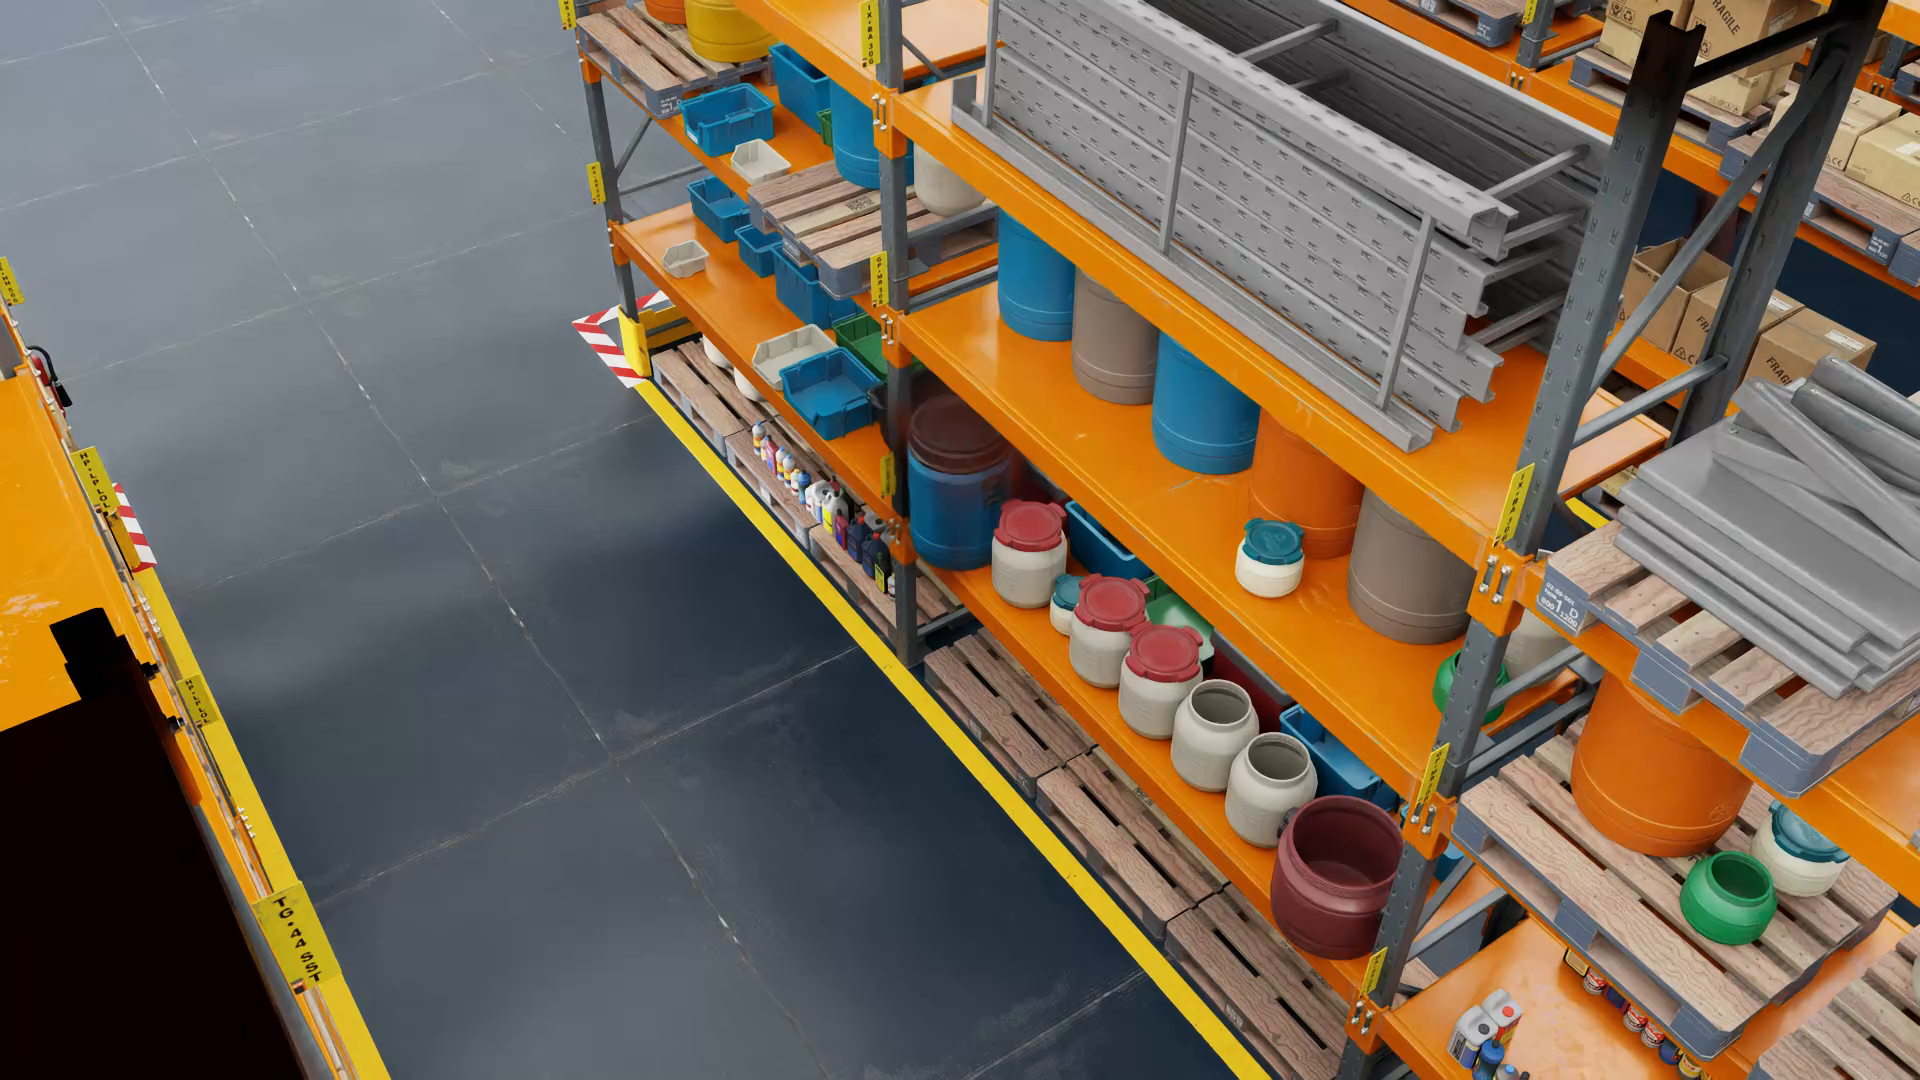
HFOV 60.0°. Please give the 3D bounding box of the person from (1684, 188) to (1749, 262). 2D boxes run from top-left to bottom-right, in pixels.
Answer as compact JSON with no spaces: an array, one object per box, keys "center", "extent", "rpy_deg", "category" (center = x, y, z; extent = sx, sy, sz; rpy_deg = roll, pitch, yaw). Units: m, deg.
[{"center":[5.876,-2.238,12.911],"extent":[0.754,1.762,0.669],"rpy_deg":[33,52,30],"category":"person"}]
